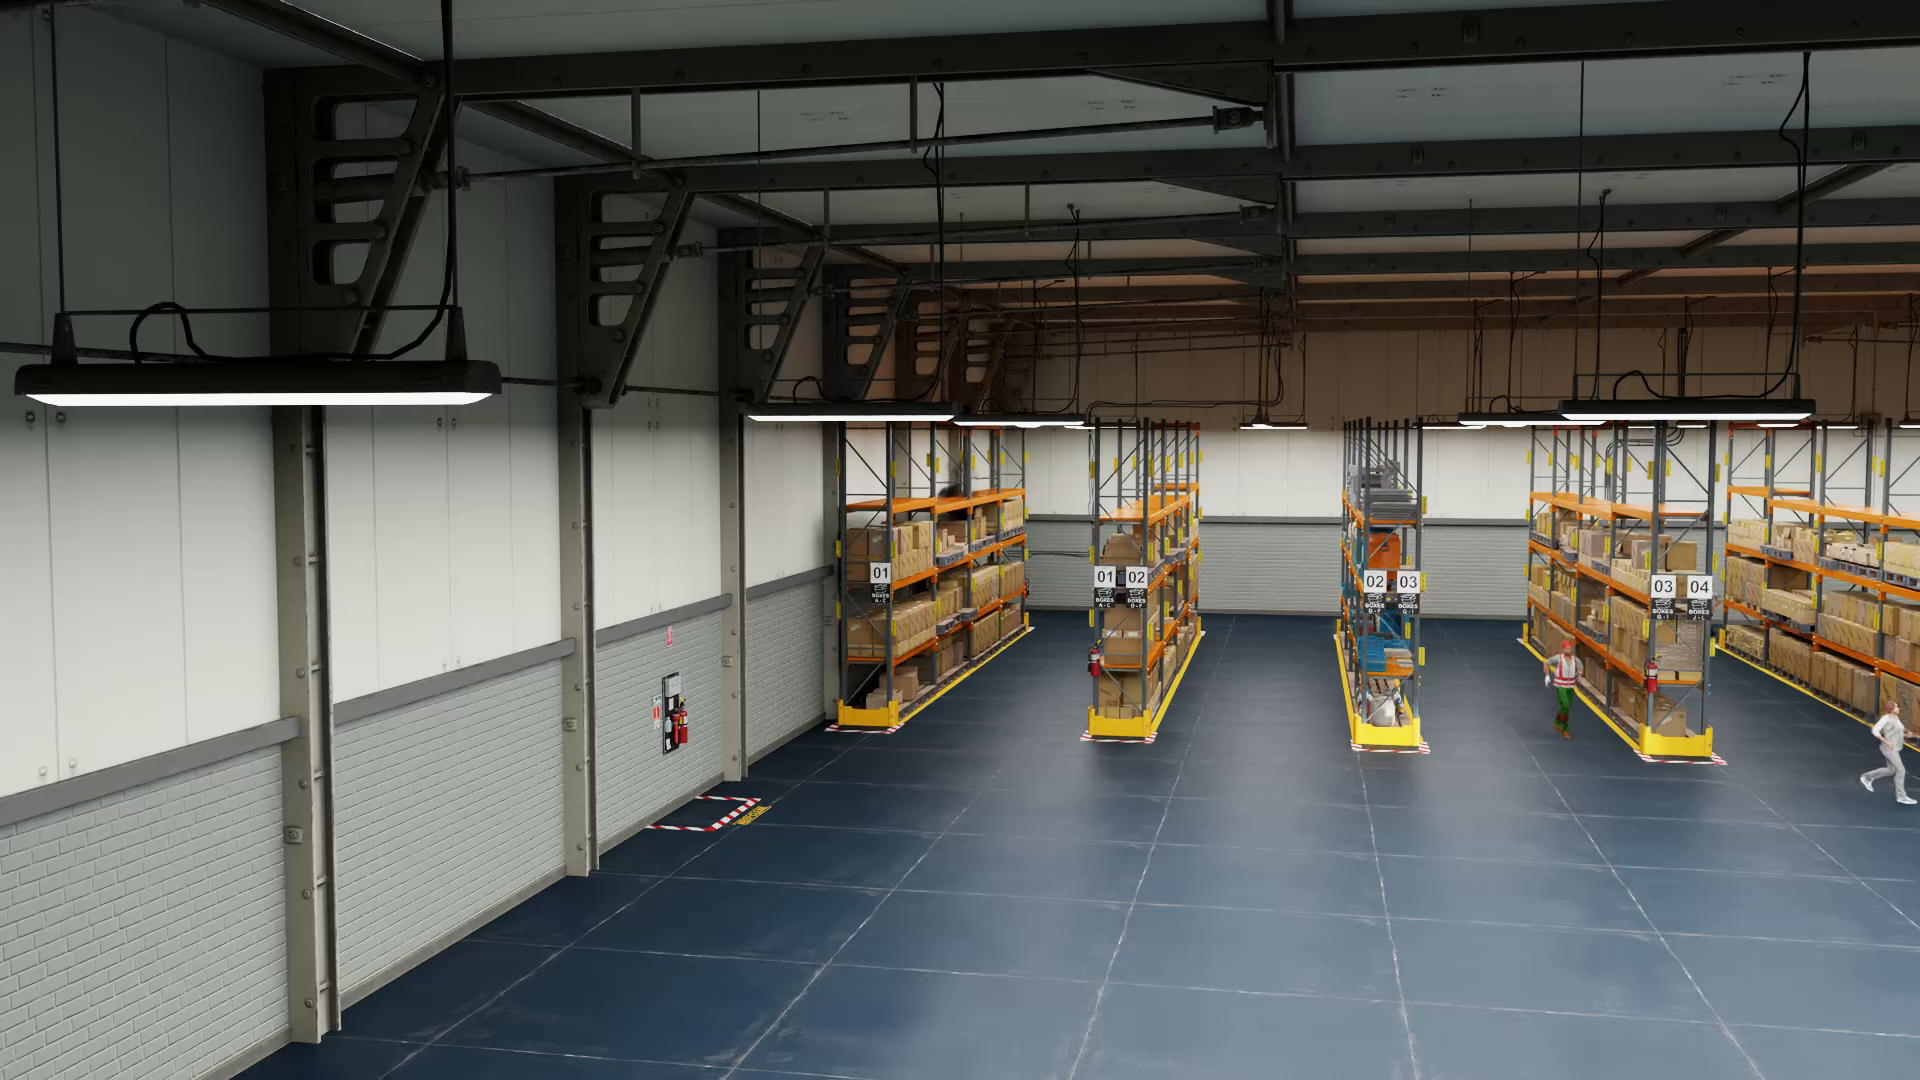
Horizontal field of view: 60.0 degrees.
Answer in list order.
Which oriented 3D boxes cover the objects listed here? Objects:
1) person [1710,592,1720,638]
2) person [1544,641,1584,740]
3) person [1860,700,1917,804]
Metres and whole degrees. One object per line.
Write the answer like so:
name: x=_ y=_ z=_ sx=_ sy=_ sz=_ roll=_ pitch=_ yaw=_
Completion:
person: x=20.283 y=1.981 z=45.265 sx=0.866 sy=1.652 sz=0.697 roll=0 pitch=4 yaw=-4
person: x=11.353 y=2.798 z=31.210 sx=0.643 sy=1.843 sz=0.877 roll=-1 pitch=4 yaw=-9
person: x=14.389 y=3.253 z=25.756 sx=0.546 sy=1.572 sz=0.841 roll=-4 pitch=5 yaw=-43
